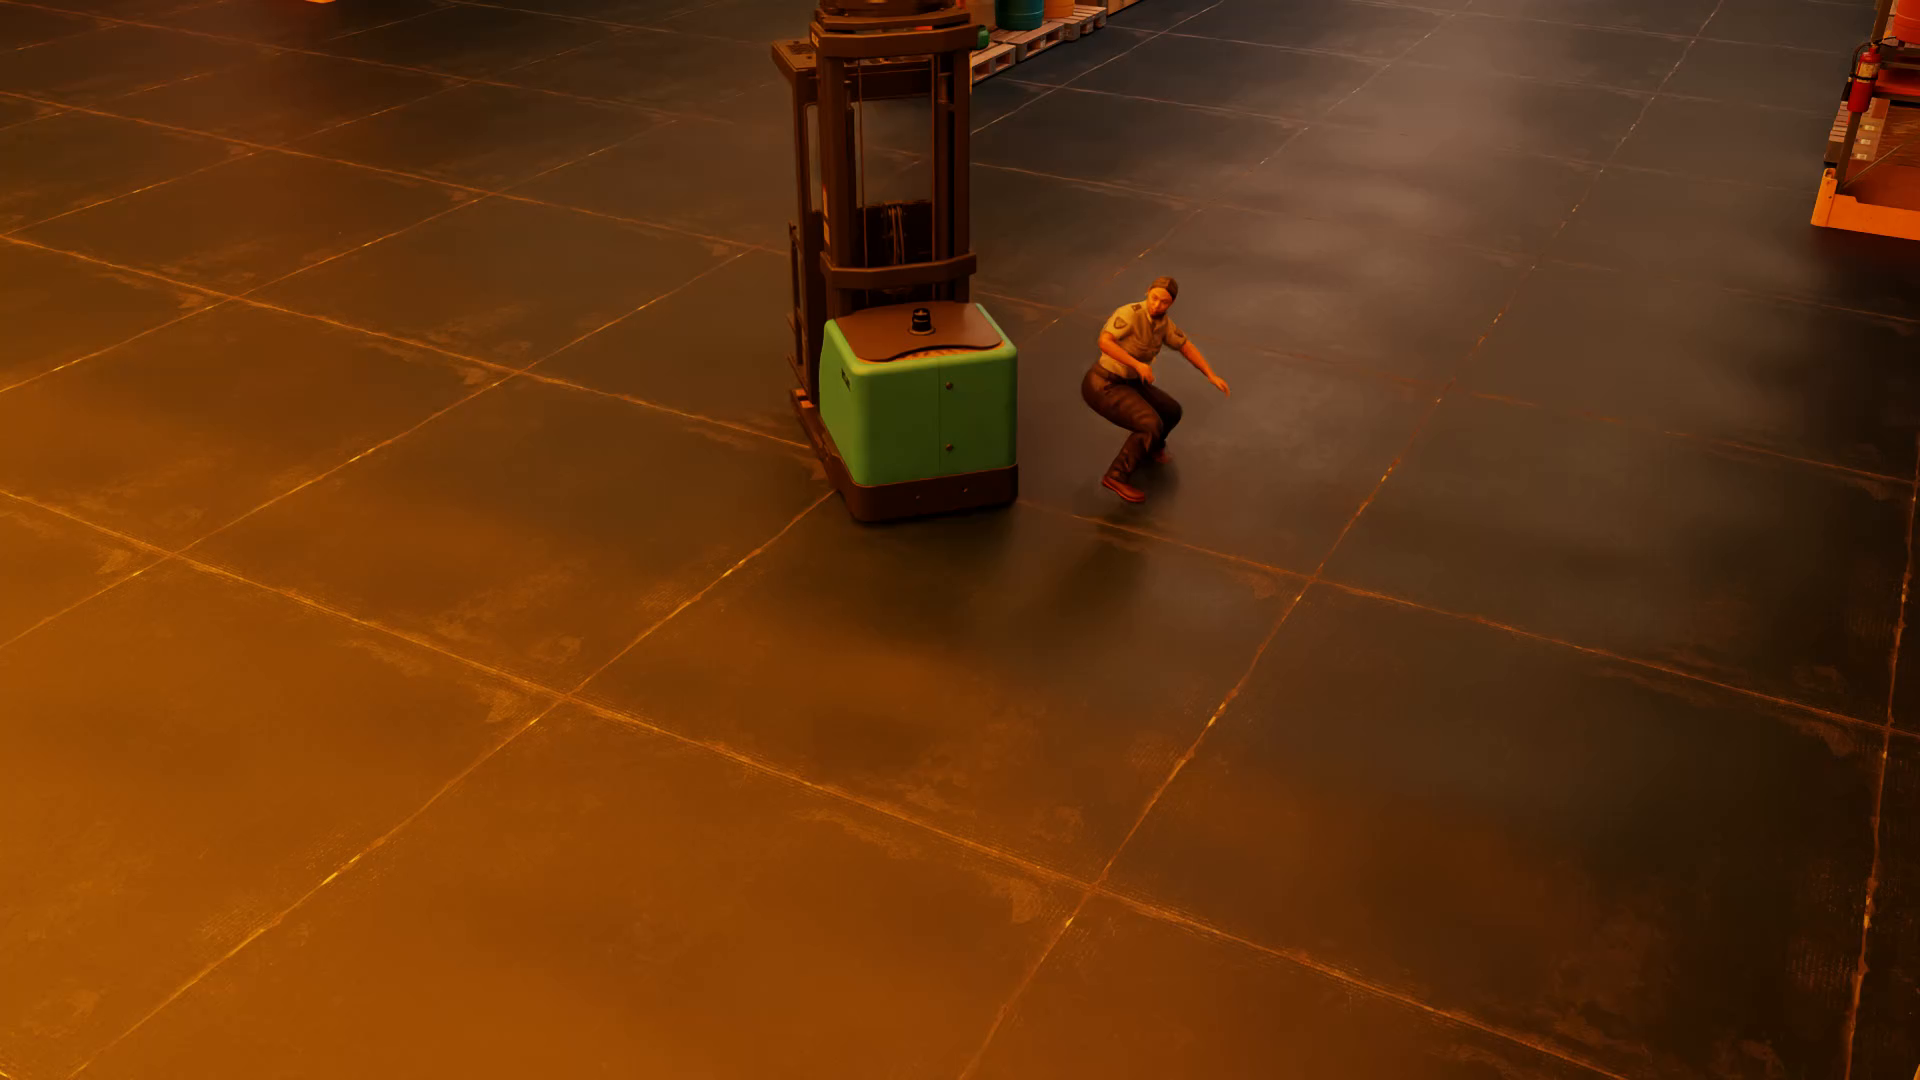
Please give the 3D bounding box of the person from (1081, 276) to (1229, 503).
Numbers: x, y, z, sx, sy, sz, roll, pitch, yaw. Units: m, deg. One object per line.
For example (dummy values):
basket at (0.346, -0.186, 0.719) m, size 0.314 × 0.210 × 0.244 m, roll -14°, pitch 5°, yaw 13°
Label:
person at (1.197, -0.955, 10.325) m, size 0.802 × 1.432 × 0.818 m, roll 16°, pitch 34°, yaw 25°

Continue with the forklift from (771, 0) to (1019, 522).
forklift at (-0.546, -2.105, 10.718) m, size 1.130 × 2.935 × 3.031 m, roll -8°, pitch 31°, yaw -14°
